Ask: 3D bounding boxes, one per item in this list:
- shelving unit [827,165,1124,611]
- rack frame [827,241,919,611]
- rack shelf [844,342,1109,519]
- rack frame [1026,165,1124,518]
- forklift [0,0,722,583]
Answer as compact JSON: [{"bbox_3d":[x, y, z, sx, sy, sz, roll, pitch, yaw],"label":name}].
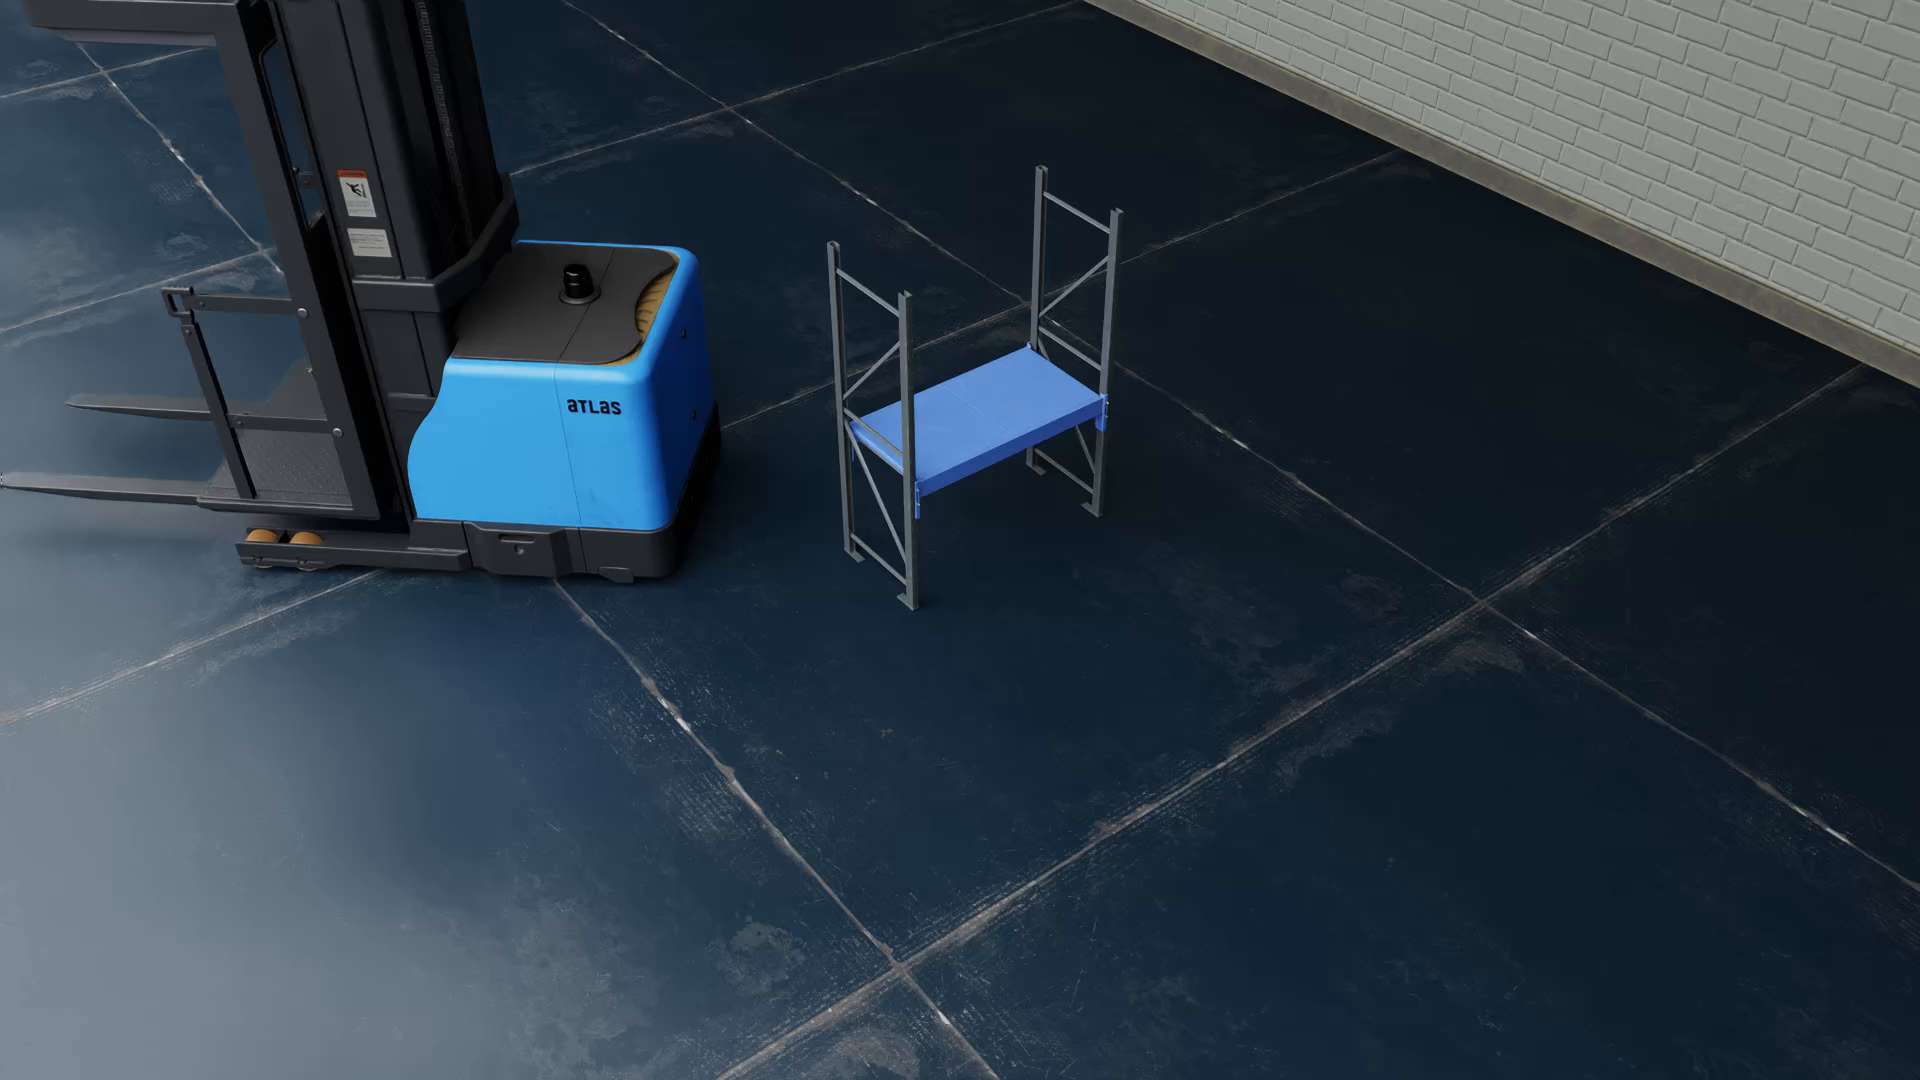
[{"bbox_3d":[0.068,-0.613,6.815,1.048,1.500,0.538,-26,46,-28],"label":"shelving unit"},{"bbox_3d":[-0.335,-0.416,6.575,0.032,1.500,0.500,-26,46,-28],"label":"rack frame"},{"bbox_3d":[0.068,-0.474,6.929,1.000,0.185,0.538,-26,46,-28],"label":"rack shelf"},{"bbox_3d":[0.471,-0.809,7.054,0.032,1.500,0.500,-26,46,-28],"label":"rack frame"},{"bbox_3d":[-2.645,-1.332,6.563,3.031,2.935,1.130,3,39,4],"label":"forklift"}]
